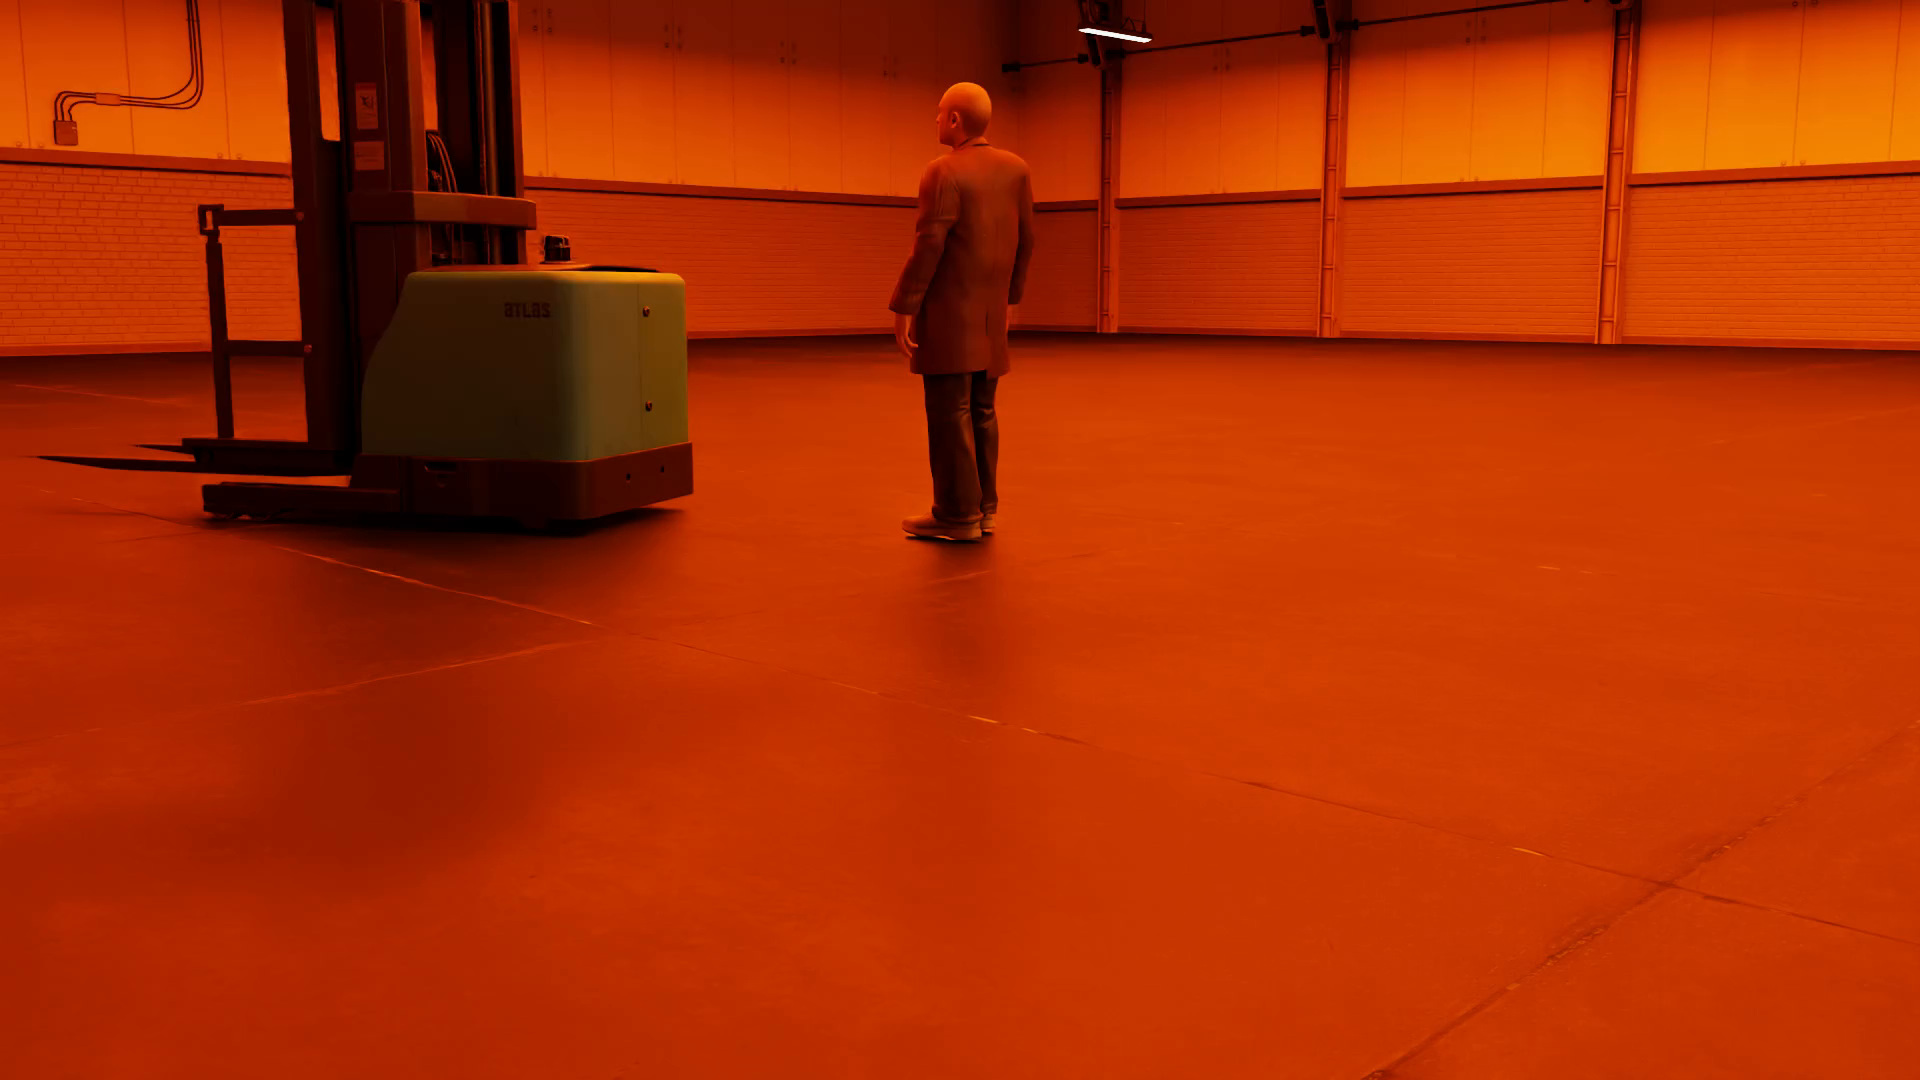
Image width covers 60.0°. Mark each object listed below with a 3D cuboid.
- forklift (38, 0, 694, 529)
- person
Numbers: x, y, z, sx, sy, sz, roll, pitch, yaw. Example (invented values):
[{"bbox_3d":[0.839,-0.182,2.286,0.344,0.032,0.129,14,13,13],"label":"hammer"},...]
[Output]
[{"bbox_3d":[-2.802,-1.598,7.489,3.031,2.935,1.130,3,9,18],"label":"forklift"},{"bbox_3d":[-0.063,-0.896,6.650,0.579,1.777,0.698,8,12,43],"label":"person"}]
